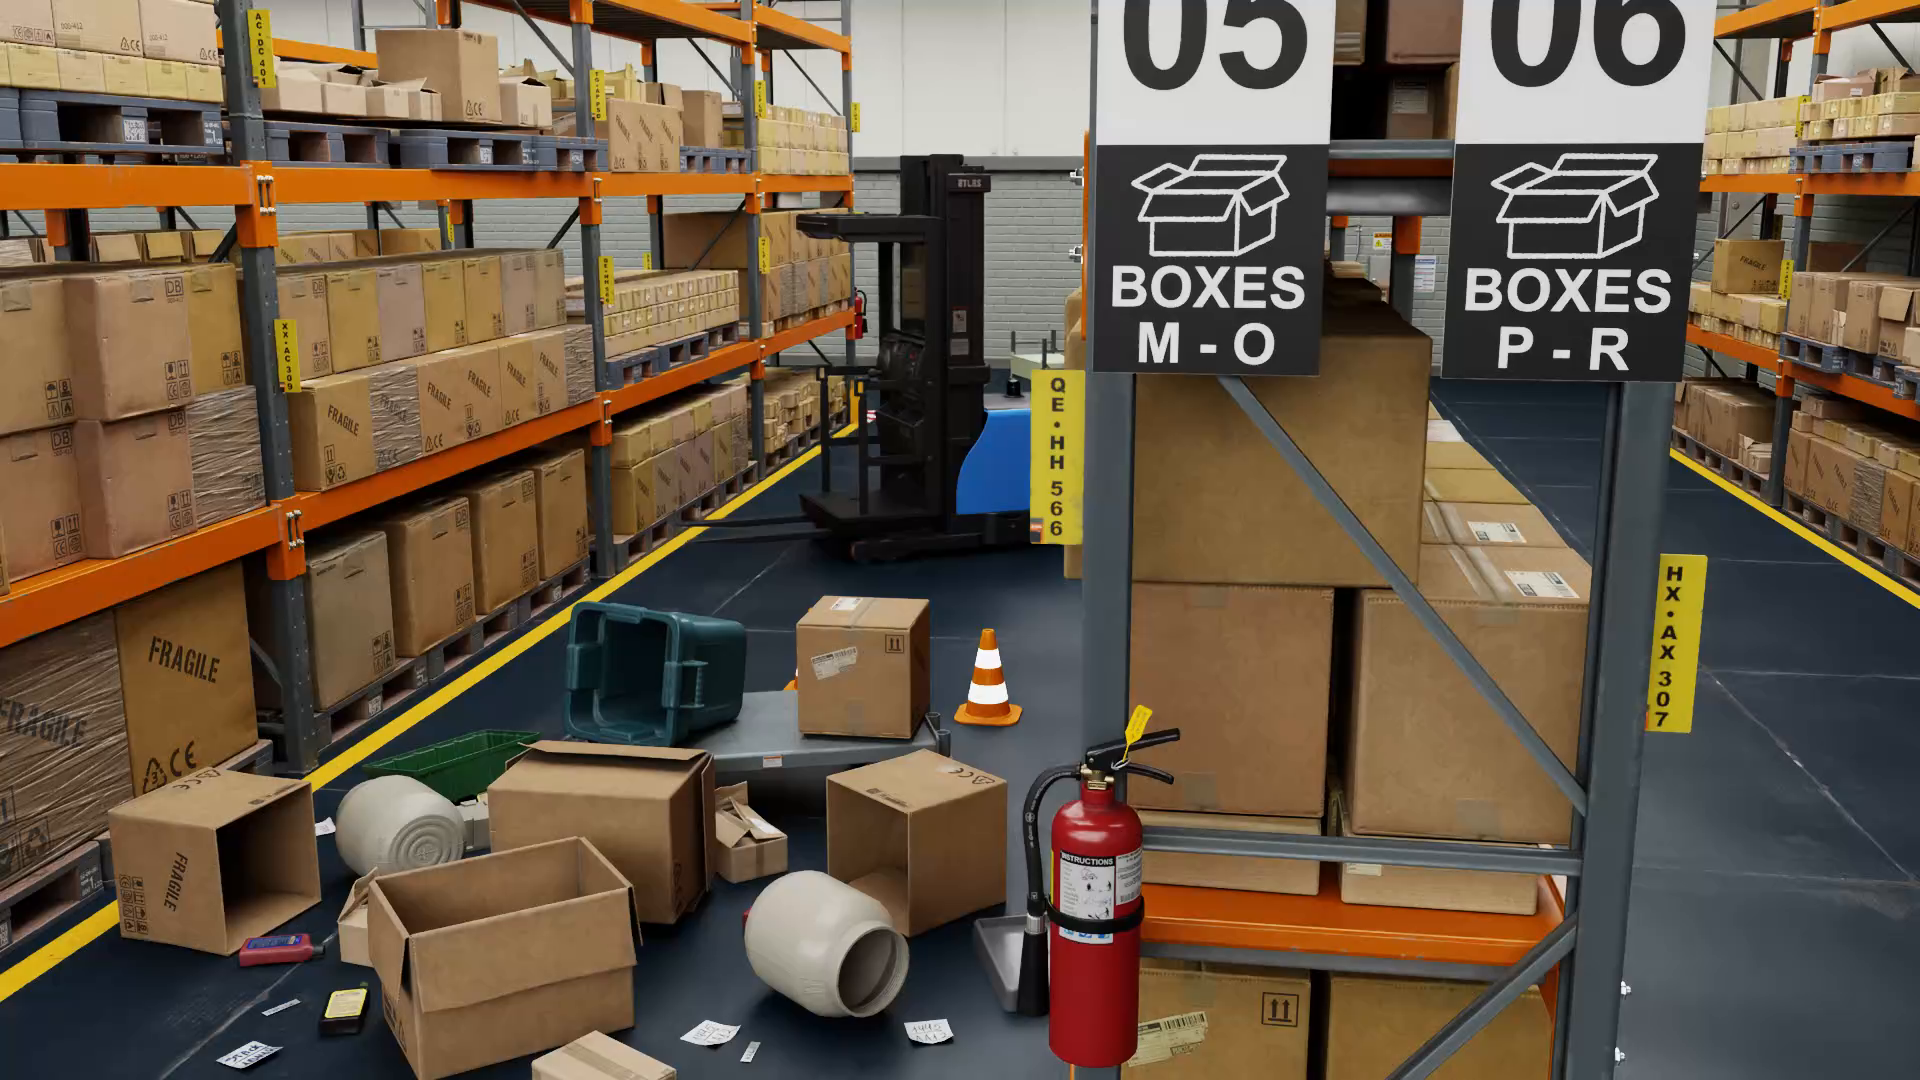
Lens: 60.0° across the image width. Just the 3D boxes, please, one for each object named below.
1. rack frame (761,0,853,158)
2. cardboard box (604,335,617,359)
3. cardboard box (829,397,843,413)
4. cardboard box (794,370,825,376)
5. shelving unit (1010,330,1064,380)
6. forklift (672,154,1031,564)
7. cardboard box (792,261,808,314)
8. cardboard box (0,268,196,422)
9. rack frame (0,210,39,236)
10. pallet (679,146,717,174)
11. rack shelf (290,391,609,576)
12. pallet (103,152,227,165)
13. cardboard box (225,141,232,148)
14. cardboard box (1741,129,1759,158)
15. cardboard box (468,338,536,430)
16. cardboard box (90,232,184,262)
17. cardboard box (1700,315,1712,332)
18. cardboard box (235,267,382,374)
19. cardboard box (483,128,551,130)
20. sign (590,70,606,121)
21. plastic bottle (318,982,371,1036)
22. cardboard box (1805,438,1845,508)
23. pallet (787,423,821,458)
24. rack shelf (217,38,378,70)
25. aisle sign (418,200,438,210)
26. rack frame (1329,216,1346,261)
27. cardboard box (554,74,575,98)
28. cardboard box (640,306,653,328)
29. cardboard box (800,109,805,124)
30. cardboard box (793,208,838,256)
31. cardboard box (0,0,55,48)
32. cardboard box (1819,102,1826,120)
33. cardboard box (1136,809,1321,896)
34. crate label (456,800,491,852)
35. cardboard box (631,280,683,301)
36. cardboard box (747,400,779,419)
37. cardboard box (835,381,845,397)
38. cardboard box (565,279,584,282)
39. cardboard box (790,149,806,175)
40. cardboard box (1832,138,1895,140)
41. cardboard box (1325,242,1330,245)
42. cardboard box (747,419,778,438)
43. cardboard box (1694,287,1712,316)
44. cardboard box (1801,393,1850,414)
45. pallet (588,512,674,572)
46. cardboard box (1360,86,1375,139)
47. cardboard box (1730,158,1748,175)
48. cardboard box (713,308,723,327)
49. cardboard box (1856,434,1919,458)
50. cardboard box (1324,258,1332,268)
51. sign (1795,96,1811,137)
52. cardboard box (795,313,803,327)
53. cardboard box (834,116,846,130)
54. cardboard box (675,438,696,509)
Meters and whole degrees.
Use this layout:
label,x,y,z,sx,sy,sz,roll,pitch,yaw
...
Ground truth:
label,x,y,z,sx,sy,sz,roll,pitch,yaw
rack frame,-1.720,-5.812,18.602,1.000,3.000,0.127,2,12,9
cardboard box,-2.682,-1.383,11.891,0.380,0.149,0.250,2,12,8
cardboard box,-1.534,-1.518,18.687,0.380,0.149,0.250,2,12,10
cardboard box,-1.646,-1.813,18.644,0.380,0.149,0.250,2,12,10
shelving unit,0.741,-0.976,13.959,0.431,1.500,0.755,-4,13,-18
forklift,-0.628,-1.383,12.451,3.031,2.935,1.130,-5,13,-20
cardboard box,-1.828,-2.543,16.729,0.500,0.500,0.500,2,12,7
cardboard box,-3.626,-0.789,6.613,0.875,0.550,0.550,2,12,9
rack frame,-11.499,-3.222,20.822,1.000,3.000,0.127,2,12,9
pallet,-2.692,-3.080,13.491,1.213,0.211,1.003,2,12,9
rack shelf,-3.258,-0.446,9.650,1.077,0.370,4.000,2,12,9
pallet,-7.313,-3.409,15.025,0.805,0.209,1.217,1,12,6
cardboard box,-7.159,-4.163,16.597,0.700,0.500,0.500,1,12,5
cardboard box,7.463,-3.609,15.150,0.500,0.250,0.500,2,12,10
cardboard box,-2.909,-0.953,10.056,0.500,0.500,0.500,2,12,8
cardboard box,-7.427,-2.492,14.818,0.797,0.503,0.637,2,12,9
cardboard box,7.523,-2.131,16.358,0.380,0.149,0.250,2,12,7
cardboard box,-3.418,-1.130,8.505,0.700,0.500,0.500,2,12,8
cardboard box,-2.825,-2.689,10.549,0.380,0.166,0.250,2,12,9
sign,-2.403,-2.952,11.036,0.100,0.325,0.005,2,12,9
plastic bottle,-2.059,1.566,5.581,0.133,0.061,0.283,-2,12,-11
cardboard box,7.108,-0.526,13.251,0.500,0.500,0.500,2,12,8
pallet,-2.081,-1.079,17.500,1.003,0.211,1.213,2,12,9
rack shelf,-6.913,-5.030,17.631,1.077,0.370,4.000,2,12,9
aisle sign,-6.298,-4.337,19.828,0.394,0.787,0.004,2,12,9
rack frame,1.957,-1.075,10.860,1.000,3.000,0.127,2,12,9
cardboard box,-2.967,-3.464,12.775,0.396,0.266,0.258,2,12,9
cardboard box,-2.562,-1.701,12.658,0.380,0.149,0.250,2,12,9
cardboard box,-1.774,-4.259,16.737,0.380,0.149,0.250,2,12,7
cardboard box,-1.622,-3.354,18.118,0.500,0.500,0.500,1,12,7
cardboard box,-3.544,-1.854,5.771,0.500,0.250,0.500,2,12,8
cardboard box,7.027,-3.385,13.115,0.380,0.149,0.250,2,12,10
cardboard box,0.572,0.629,3.552,0.380,0.149,0.250,2,12,11
crate label,-2.085,1.209,7.058,0.298,0.136,0.250,-7,14,-30
cardboard box,-2.445,-2.003,13.354,0.380,0.149,0.250,2,12,8
cardboard box,-1.976,-1.270,16.122,0.380,0.149,0.250,3,12,11
cardboard box,-1.519,-1.717,18.906,0.380,0.149,0.250,2,12,7
cardboard box,-3.086,-2.027,13.468,0.380,0.149,0.250,2,12,10
cardboard box,-1.836,-3.740,16.463,0.500,0.250,0.500,2,12,11
cardboard box,7.022,-3.187,12.904,0.380,0.149,0.250,2,12,9
cardboard box,2.436,-1.918,12.162,0.500,0.500,0.500,2,12,10
cardboard box,-1.963,-1.069,15.897,0.380,0.149,0.250,2,12,11
cardboard box,7.604,-2.356,16.454,0.500,0.250,0.500,2,12,8
cardboard box,7.219,-1.125,13.785,0.380,0.149,0.250,2,12,8
pallet,-2.829,-0.013,12.555,1.003,0.211,1.213,2,12,9
cardboard box,1.138,-0.975,3.875,0.380,0.149,0.250,2,12,8
cardboard box,7.448,-3.497,15.575,0.380,0.149,0.250,2,12,10
cardboard box,-2.280,-1.934,14.448,0.380,0.149,0.250,2,12,8
cardboard box,7.020,-0.708,12.555,0.380,0.149,0.250,2,12,11
cardboard box,1.059,-0.840,6.457,0.700,0.500,0.500,2,12,8
sign,6.940,-3.482,13.685,0.100,0.325,0.005,2,12,9
cardboard box,-1.814,-2.248,16.900,0.380,0.149,0.250,2,12,11
cardboard box,-1.481,-4.633,18.474,0.380,0.149,0.250,2,12,8
cardboard box,-2.441,-0.548,13.353,0.500,0.500,0.500,2,12,7
